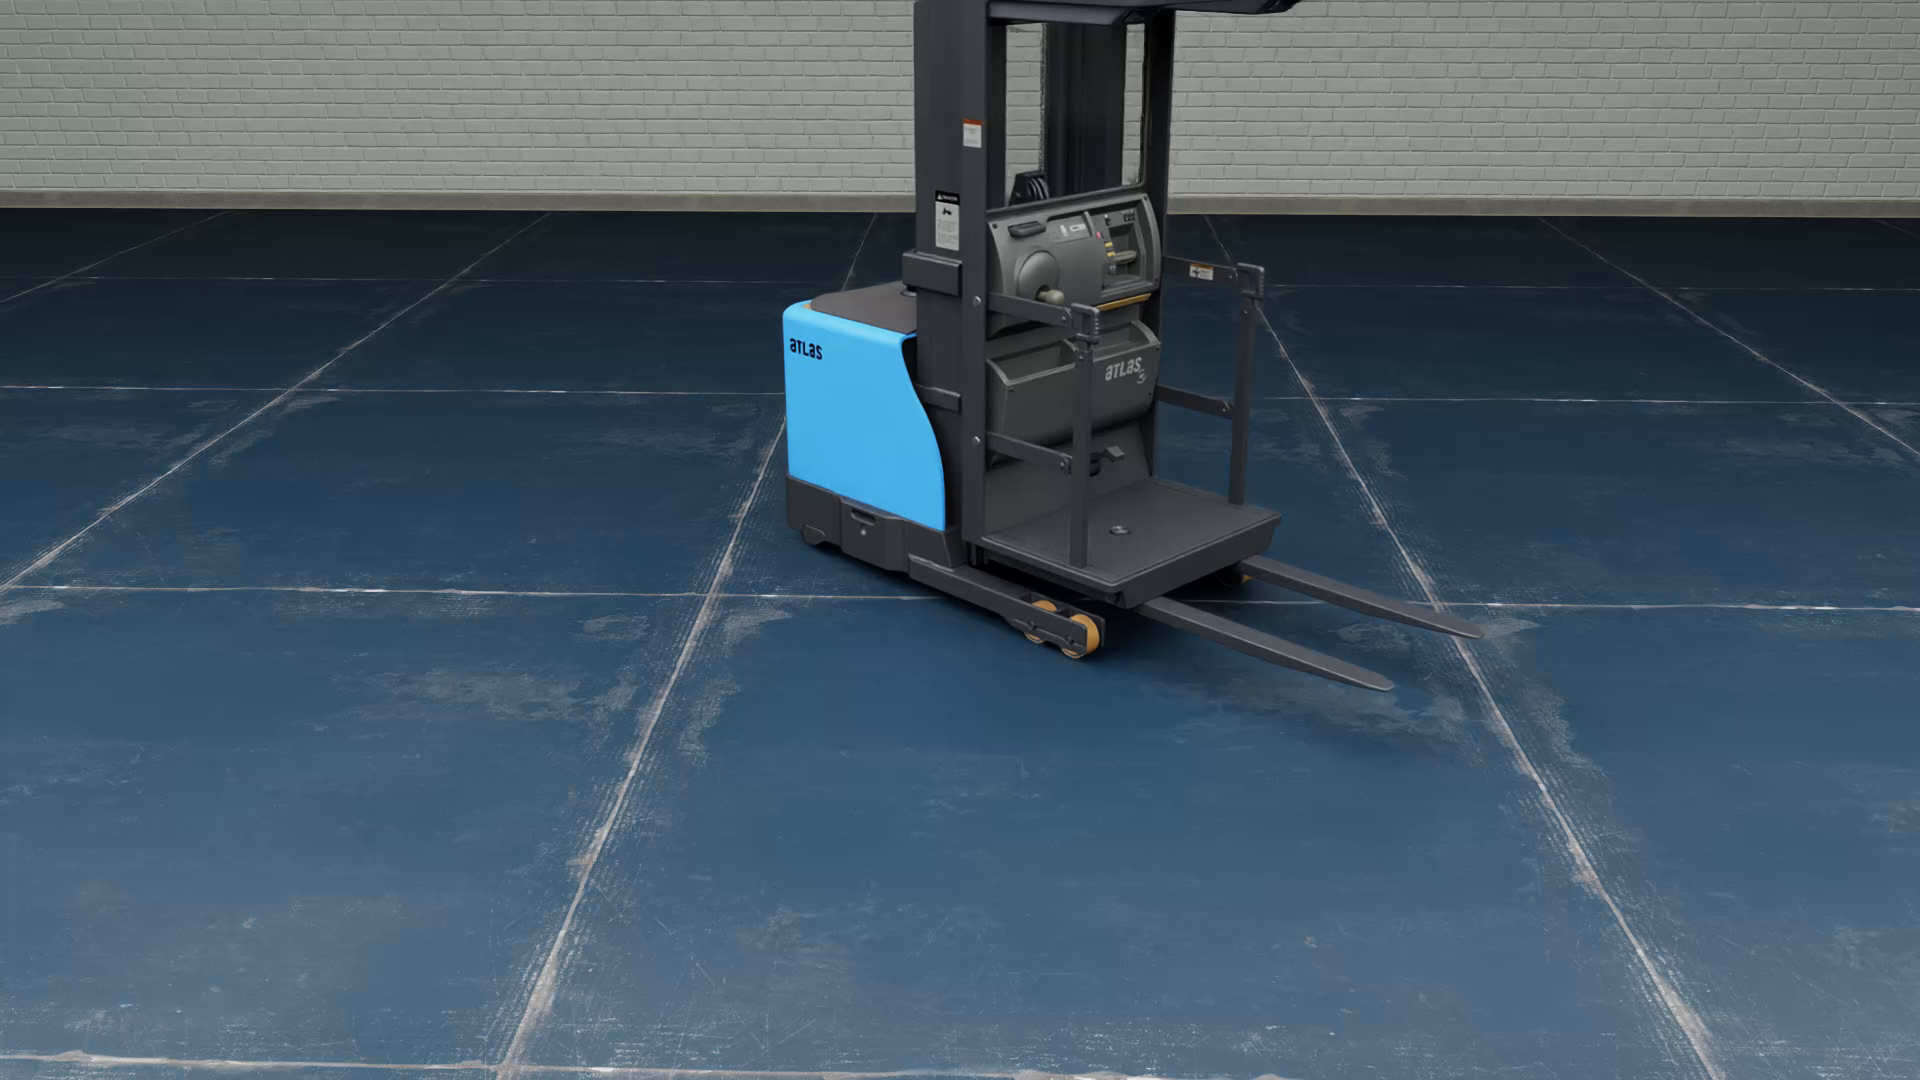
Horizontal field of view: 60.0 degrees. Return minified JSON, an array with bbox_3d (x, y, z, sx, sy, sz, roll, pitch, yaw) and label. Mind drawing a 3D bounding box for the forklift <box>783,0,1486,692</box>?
[{"bbox_3d":[0.610,-1.124,6.374,1.130,2.935,3.031,-20,29,-41],"label":"forklift"}]
